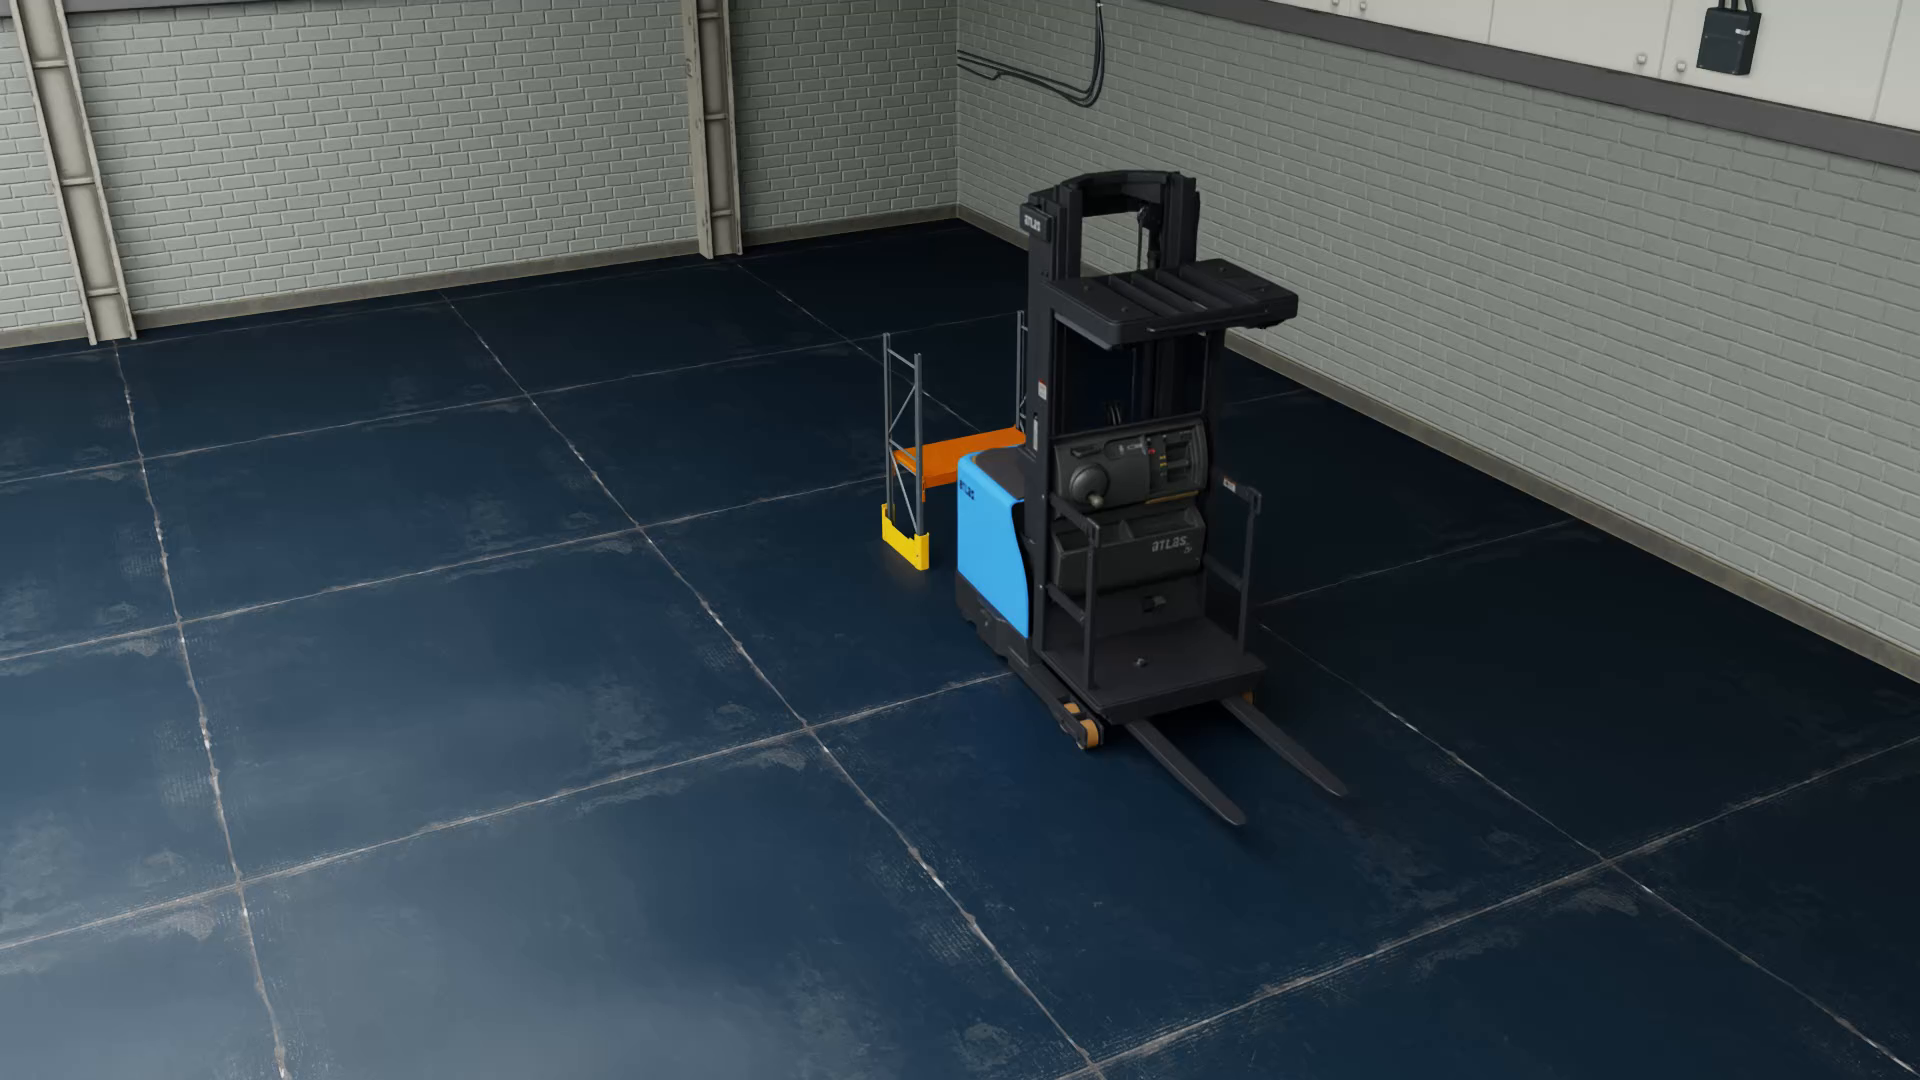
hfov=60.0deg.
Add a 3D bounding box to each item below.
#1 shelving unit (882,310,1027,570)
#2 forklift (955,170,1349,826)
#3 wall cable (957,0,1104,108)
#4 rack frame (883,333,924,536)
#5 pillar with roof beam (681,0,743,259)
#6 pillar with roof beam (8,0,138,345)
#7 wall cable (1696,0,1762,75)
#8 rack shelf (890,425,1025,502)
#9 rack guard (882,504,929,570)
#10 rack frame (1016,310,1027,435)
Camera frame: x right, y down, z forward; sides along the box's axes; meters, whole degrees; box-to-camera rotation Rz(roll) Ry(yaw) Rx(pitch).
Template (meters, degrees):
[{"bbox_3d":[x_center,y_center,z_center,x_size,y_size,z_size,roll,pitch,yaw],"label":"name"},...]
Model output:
[{"bbox_3d":[0.067,-0.692,11.260,1.083,1.500,0.587,-13,29,-25],"label":"shelving unit"},{"bbox_3d":[1.035,-0.381,8.960,1.130,2.935,3.031,-11,28,-22],"label":"forklift"},{"bbox_3d":[0.629,-5.863,16.954,0.112,2.526,3.097,-13,29,-25],"label":"wall cable"},{"bbox_3d":[-0.373,-0.590,11.048,0.032,1.500,0.500,-13,29,-25],"label":"rack frame"},{"bbox_3d":[-0.567,-5.523,12.659,0.400,9.000,9.100,-13,29,-25],"label":"pillar with roof beam"},{"bbox_3d":[-5.861,-4.301,10.114,0.400,9.000,9.100,-13,29,-25],"label":"pillar with roof beam"},{"bbox_3d":[5.082,-5.167,7.987,0.169,6.003,2.305,-13,29,-25],"label":"wall cable"},{"bbox_3d":[0.075,-0.531,11.342,1.000,0.185,0.538,-13,29,-25],"label":"rack shelf"},{"bbox_3d":[-0.372,-0.027,11.319,0.087,0.250,0.587,-13,29,-25],"label":"rack guard"},{"bbox_3d":[0.524,-0.797,11.479,0.032,1.500,0.500,-13,29,-25],"label":"rack frame"}]
